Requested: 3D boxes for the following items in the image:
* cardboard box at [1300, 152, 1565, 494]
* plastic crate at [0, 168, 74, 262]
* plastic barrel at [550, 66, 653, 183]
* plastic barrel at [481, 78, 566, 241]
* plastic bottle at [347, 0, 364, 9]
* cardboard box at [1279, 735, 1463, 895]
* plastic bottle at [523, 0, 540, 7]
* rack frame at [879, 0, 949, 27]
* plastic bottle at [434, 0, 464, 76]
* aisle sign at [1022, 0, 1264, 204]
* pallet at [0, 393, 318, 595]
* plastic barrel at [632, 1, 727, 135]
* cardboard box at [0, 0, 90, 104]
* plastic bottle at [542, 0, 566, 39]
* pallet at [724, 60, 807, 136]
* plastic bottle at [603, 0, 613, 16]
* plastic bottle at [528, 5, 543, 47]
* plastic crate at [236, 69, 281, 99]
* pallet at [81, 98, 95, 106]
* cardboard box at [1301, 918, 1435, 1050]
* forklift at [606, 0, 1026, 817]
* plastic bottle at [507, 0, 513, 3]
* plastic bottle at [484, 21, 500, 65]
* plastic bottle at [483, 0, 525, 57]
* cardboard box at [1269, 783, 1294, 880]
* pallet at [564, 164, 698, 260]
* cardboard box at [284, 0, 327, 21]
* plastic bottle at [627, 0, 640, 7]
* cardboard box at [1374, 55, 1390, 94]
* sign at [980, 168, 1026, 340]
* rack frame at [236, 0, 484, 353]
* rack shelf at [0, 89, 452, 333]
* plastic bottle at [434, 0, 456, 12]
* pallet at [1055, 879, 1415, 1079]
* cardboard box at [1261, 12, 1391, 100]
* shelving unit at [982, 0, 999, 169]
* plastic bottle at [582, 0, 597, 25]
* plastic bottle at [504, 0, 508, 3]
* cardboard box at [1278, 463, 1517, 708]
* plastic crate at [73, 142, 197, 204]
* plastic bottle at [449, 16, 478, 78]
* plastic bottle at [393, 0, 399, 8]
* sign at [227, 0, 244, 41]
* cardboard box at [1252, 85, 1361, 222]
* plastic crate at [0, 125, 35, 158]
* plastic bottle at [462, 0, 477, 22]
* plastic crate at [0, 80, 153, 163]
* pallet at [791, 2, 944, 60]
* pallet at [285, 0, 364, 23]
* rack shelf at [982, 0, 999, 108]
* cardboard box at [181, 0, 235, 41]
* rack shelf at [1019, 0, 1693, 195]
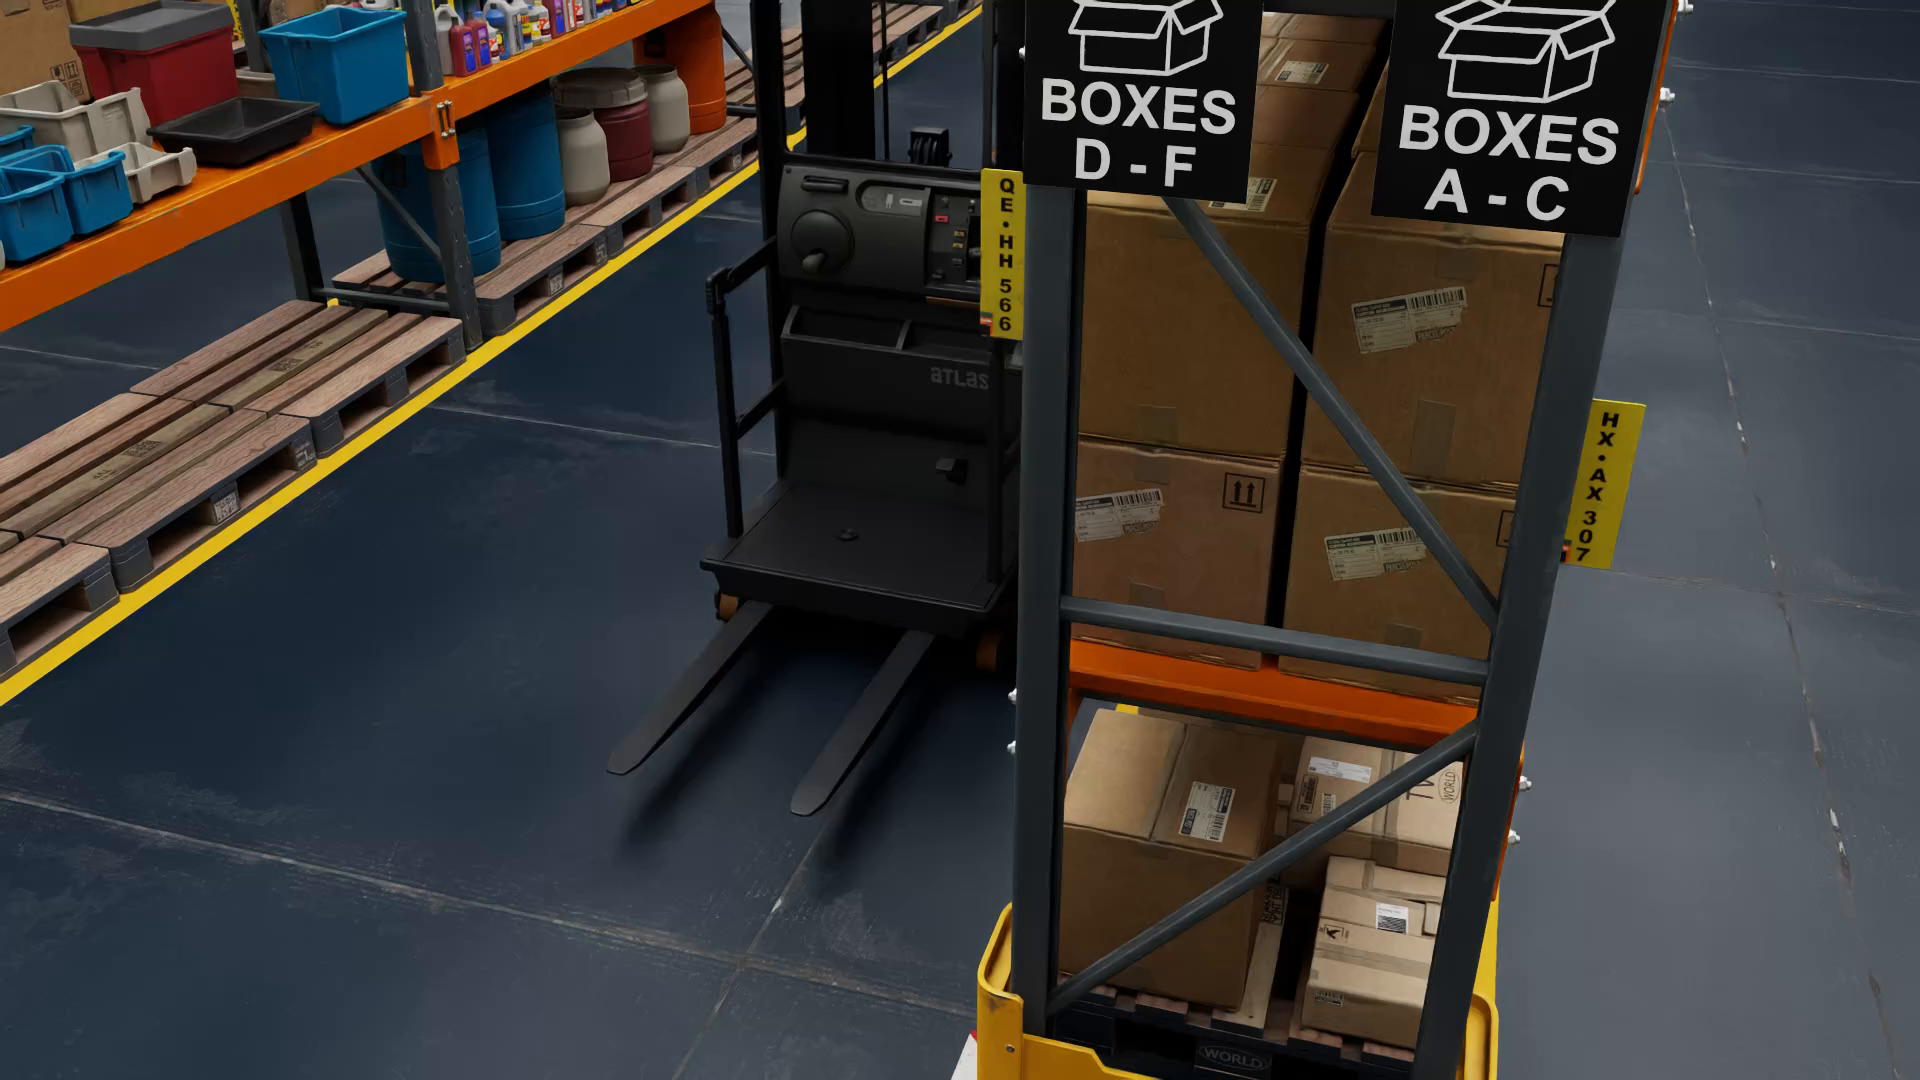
[{"bbox_3d":[0.994,-0.445,3.332,0.500,0.500,0.500,9,30,16],"label":"cardboard box"},{"bbox_3d":[-3.349,-1.137,5.818,0.416,0.233,0.300,8,30,15],"label":"plastic crate"},{"bbox_3d":[-2.233,-2.597,10.381,0.600,0.588,0.708,8,30,15],"label":"plastic barrel"},{"bbox_3d":[-2.565,-2.209,9.362,0.600,0.901,0.708,8,30,15],"label":"plastic barrel"},{"bbox_3d":[-3.118,-2.655,8.558,0.061,0.283,0.133,8,30,15],"label":"plastic bottle"},{"bbox_3d":[1.189,0.769,4.657,0.500,0.250,0.500,8,30,15],"label":"cardboard box"},{"bbox_3d":[-2.322,-2.921,9.044,0.152,0.276,0.135,8,30,15],"label":"plastic bottle"},{"bbox_3d":[-0.600,-6.081,14.595,1.000,3.000,0.127,8,30,15],"label":"rack frame"},{"bbox_3d":[-2.523,-2.477,8.169,0.144,0.351,0.185,8,30,15],"label":"plastic bottle"},{"bbox_3d":[0.299,-0.944,2.686,0.394,0.787,0.004,8,30,15],"label":"aisle sign"},{"bbox_3d":[-3.483,-0.228,6.943,1.003,0.211,1.213,8,30,15],"label":"pallet"},{"bbox_3d":[-1.902,-3.227,11.266,0.600,0.830,0.708,8,30,15],"label":"plastic barrel"},{"bbox_3d":[-7.001,-3.453,11.625,1.225,0.875,0.875,9,30,15],"label":"cardboard box"},{"bbox_3d":[-2.172,-2.834,8.879,0.061,0.283,0.133,8,30,15],"label":"plastic bottle"},{"bbox_3d":[-1.510,-3.358,12.569,1.003,0.211,1.213,8,30,15],"label":"pallet"},{"bbox_3d":[-2.020,-3.101,9.371,0.097,0.271,0.097,0,29,0],"label":"plastic bottle"},{"bbox_3d":[-2.252,-2.702,8.726,0.097,0.201,0.097,0,29,0],"label":"plastic bottle"},{"bbox_3d":[-3.222,-2.078,7.609,0.396,0.136,0.243,8,30,15],"label":"plastic crate"},{"bbox_3d":[-6.813,-3.354,12.563,1.003,0.211,1.213,8,30,15],"label":"pallet"},{"bbox_3d":[1.063,1.113,4.145,0.380,0.149,0.250,8,30,15],"label":"cardboard box"},{"bbox_3d":[-0.262,-1.029,5.586,1.130,2.935,3.031,10,30,17],"label":"forklift"},{"bbox_3d":[-2.668,-3.327,9.696,0.144,0.351,0.185,8,30,15],"label":"plastic bottle"},{"bbox_3d":[-2.377,-2.504,8.370,0.097,0.201,0.097,0,29,0],"label":"plastic bottle"},{"bbox_3d":[-2.341,-2.639,8.537,0.152,0.276,0.135,8,30,15],"label":"plastic bottle"},{"bbox_3d":[0.741,0.787,4.711,0.380,0.166,0.250,8,30,15],"label":"cardboard box"},{"bbox_3d":[-2.326,-2.066,10.246,1.003,0.211,1.213,8,30,15],"label":"pallet"},{"bbox_3d":[-6.021,-4.867,14.532,0.700,0.500,0.500,11,31,19],"label":"cardboard box"},{"bbox_3d":[-1.914,-3.243,9.614,0.061,0.283,0.133,8,30,15],"label":"plastic bottle"},{"bbox_3d":[1.292,-0.921,4.188,0.500,0.500,0.500,9,30,16],"label":"cardboard box"},{"bbox_3d":[0.087,-0.528,3.098,0.100,0.325,0.005,8,30,15],"label":"sign"},{"bbox_3d":[-2.948,-2.363,7.912,1.000,3.000,0.127,8,30,15],"label":"rack frame"},{"bbox_3d":[-3.536,-1.119,6.416,1.077,0.370,4.000,8,30,15],"label":"rack shelf"},{"bbox_3d":[-2.799,-2.881,8.893,0.144,0.351,0.185,8,30,15],"label":"plastic bottle"},{"bbox_3d":[0.867,1.017,4.704,1.003,0.211,1.213,8,30,15],"label":"pallet"},{"bbox_3d":[0.925,-1.237,4.757,0.500,0.500,0.500,9,30,16],"label":"cardboard box"},{"bbox_3d":[0.362,-1.496,7.269,0.431,2.100,0.503,9,29,15],"label":"shelving unit"},{"bbox_3d":[-2.109,-3.008,9.198,0.152,0.276,0.135,8,30,15],"label":"plastic bottle"},{"bbox_3d":[-2.674,-3.222,9.588,0.097,0.271,0.097,0,29,0],"label":"plastic bottle"},{"bbox_3d":[0.994,-0.008,3.576,0.500,0.500,0.500,9,30,16],"label":"cardboard box"},{"bbox_3d":[-3.172,-1.422,6.430,0.293,0.136,0.466,8,30,15],"label":"plastic crate"},{"bbox_3d":[-2.433,-2.421,8.137,0.061,0.283,0.133,8,30,15],"label":"plastic bottle"},{"bbox_3d":[-2.991,-2.815,8.776,0.144,0.351,0.185,8,30,15],"label":"plastic bottle"},{"bbox_3d":[-3.474,-2.563,7.987,0.100,0.325,0.005,8,30,15],"label":"sign"},{"bbox_3d":[0.627,-0.757,3.894,0.500,0.500,0.500,9,30,16],"label":"cardboard box"},{"bbox_3d":[-3.765,-1.448,6.378,0.416,0.233,0.300,8,30,15],"label":"plastic crate"},{"bbox_3d":[-2.722,-2.993,9.178,0.097,0.271,0.097,0,29,0],"label":"plastic bottle"},{"bbox_3d":[-3.573,-1.654,6.698,0.437,0.282,0.530,8,30,15],"label":"plastic crate"},{"bbox_3d":[-0.794,-4.492,14.607,1.003,0.211,1.213,8,30,15],"label":"pallet"},{"bbox_3d":[-5.918,-4.638,14.870,1.003,0.211,1.213,8,30,15],"label":"pallet"},{"bbox_3d":[0.366,-2.102,6.947,0.431,0.518,0.480,9,29,15],"label":"rack shelf"},{"bbox_3d":[-6.332,-4.343,13.590,0.700,0.500,0.500,7,30,12],"label":"cardboard box"},{"bbox_3d":[1.199,-1.721,4.413,1.077,0.370,4.000,8,30,15],"label":"rack shelf"}]
